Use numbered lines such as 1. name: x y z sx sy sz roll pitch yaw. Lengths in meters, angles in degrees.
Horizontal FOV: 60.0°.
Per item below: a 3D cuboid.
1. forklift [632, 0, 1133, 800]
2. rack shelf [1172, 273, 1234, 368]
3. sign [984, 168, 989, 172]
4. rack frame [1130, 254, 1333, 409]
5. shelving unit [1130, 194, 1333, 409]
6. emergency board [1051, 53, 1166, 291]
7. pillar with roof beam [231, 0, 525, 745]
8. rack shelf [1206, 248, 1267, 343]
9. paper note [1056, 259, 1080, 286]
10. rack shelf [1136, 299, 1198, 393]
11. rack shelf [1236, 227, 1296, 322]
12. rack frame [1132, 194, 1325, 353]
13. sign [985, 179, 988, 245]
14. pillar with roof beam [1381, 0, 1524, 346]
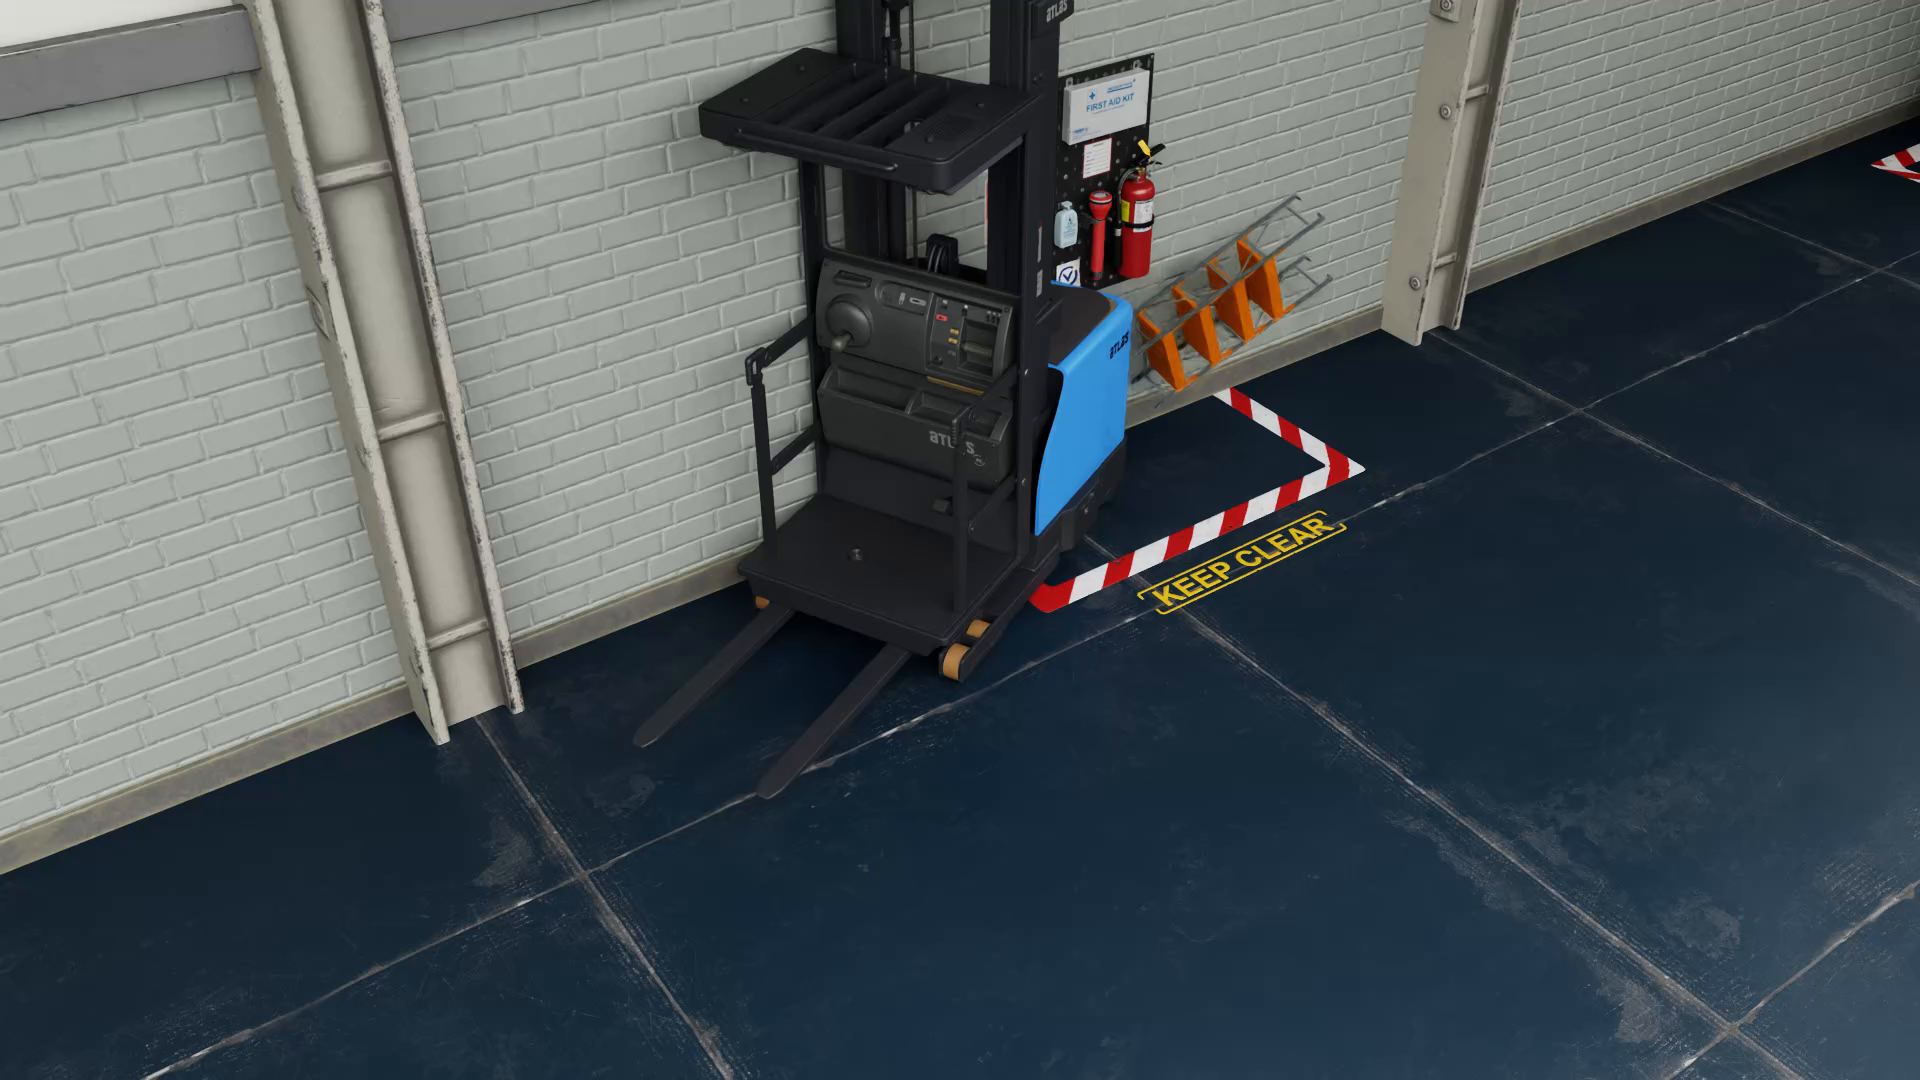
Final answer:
1. forklift: -0.305 -0.868 6.947 1.130 2.935 3.031 18 39 23
2. rack shelf: 1.269 -1.159 8.727 0.148 0.480 0.258 -36 55 -6
3. sign: 0.222 -1.783 7.675 0.331 0.109 0.001 -22 41 -28
4. rack frame: 1.460 -1.126 8.943 1.200 0.015 0.240 -36 55 -6
5. shelving unit: 1.395 -1.250 8.743 1.200 0.503 0.258 -36 55 -6
6. emergency board: 0.724 -1.693 8.034 0.643 1.169 0.194 -22 41 -28
7. pillar with roof beam: 0.342 -0.868 1.750 0.400 9.000 9.100 -22 41 -28
8. rack shelf: 1.449 -1.290 8.750 0.148 0.480 0.258 -36 55 -6
9. paper note: 0.540 -1.308 8.255 0.142 0.148 0.016 -22 41 -28
10. rack shelf: 1.079 -1.020 8.704 0.148 0.480 0.258 -36 55 -6
11. rack shelf: 1.608 -1.406 8.769 0.148 0.480 0.258 -36 55 -6
12. rack frame: 1.329 -1.374 8.543 1.200 0.015 0.240 -36 55 -6
13. sign: 0.213 -1.570 7.834 0.234 0.329 0.001 -22 41 -28
14. pillar with roof beam: 5.246 -2.886 4.556 0.400 9.000 9.100 -22 41 -28
